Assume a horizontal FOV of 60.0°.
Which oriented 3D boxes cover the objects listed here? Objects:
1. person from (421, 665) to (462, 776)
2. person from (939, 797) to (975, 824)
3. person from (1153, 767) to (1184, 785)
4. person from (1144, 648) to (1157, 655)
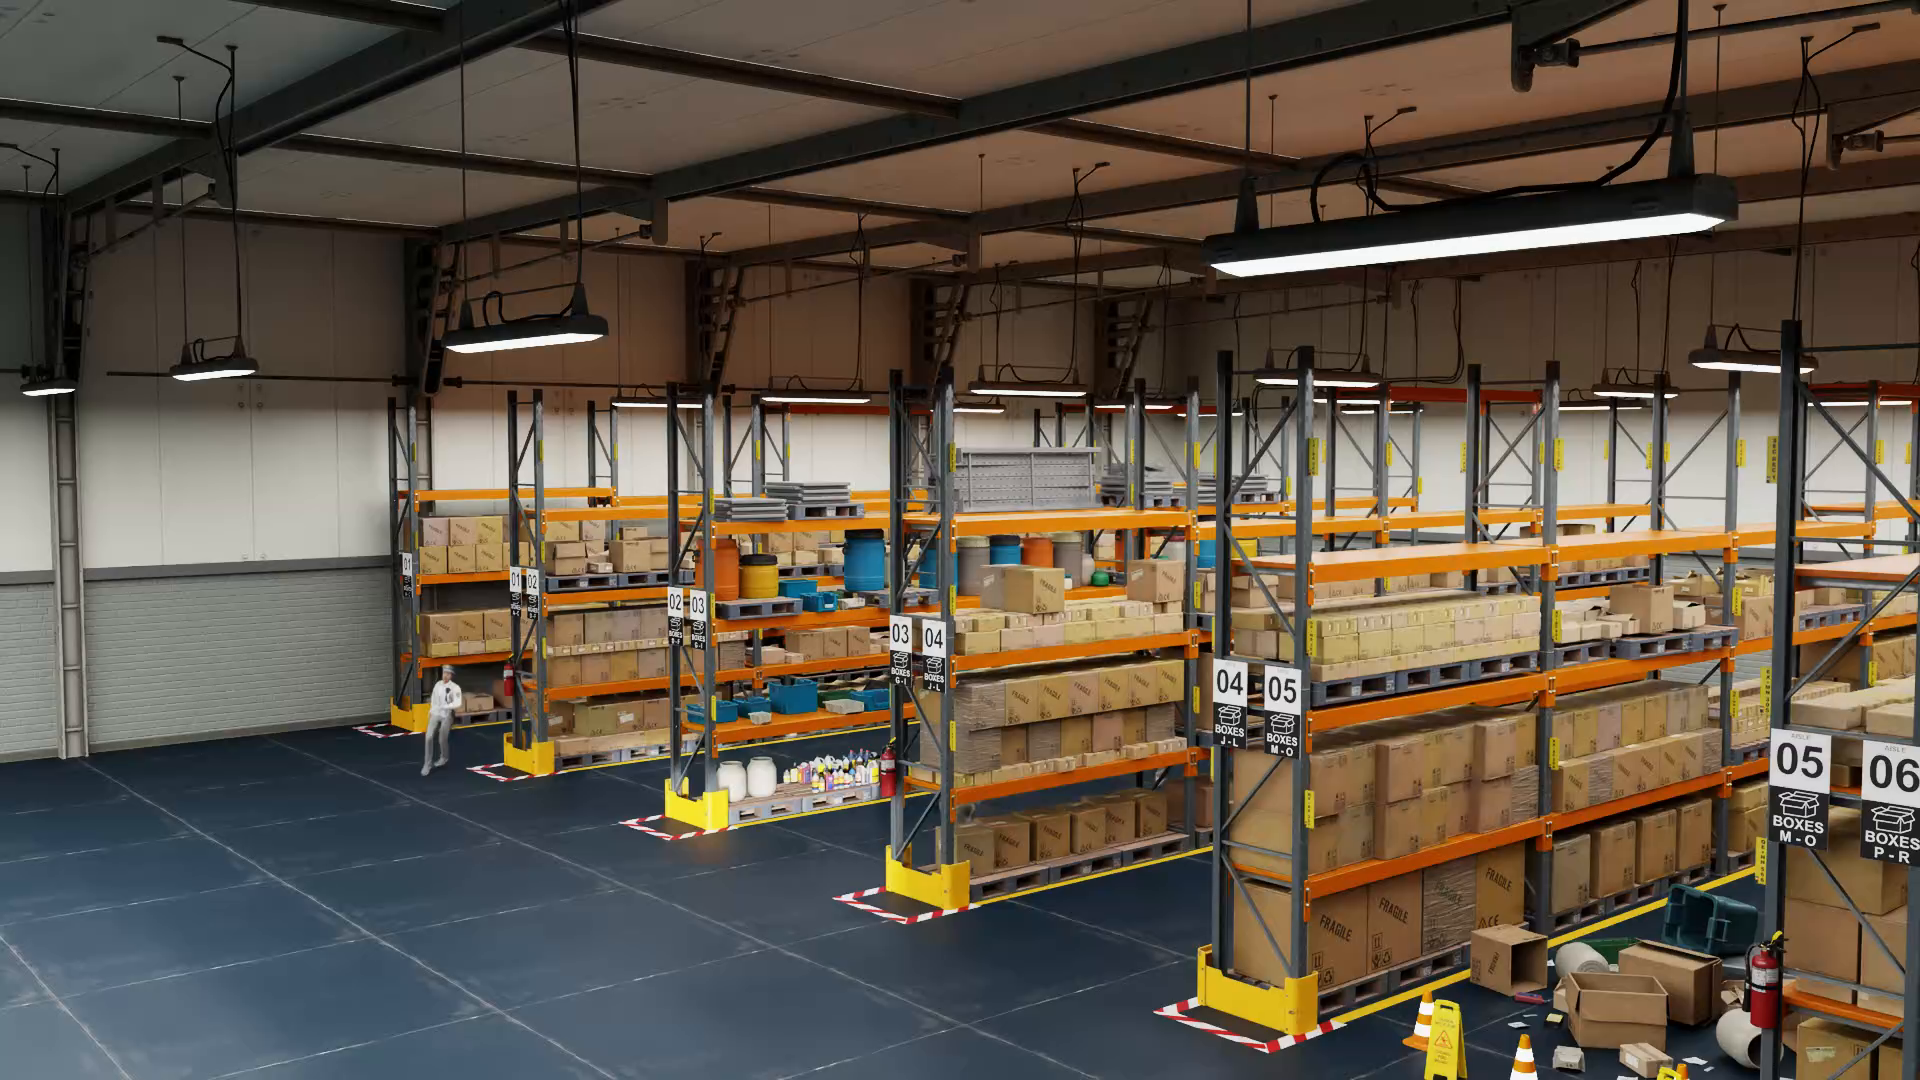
[{"bbox_3d":[-8.110,2.795,26.084,0.606,1.691,0.790,0,3,6],"label":"person"},{"bbox_3d":[0.028,3.052,21.378,0.707,1.727,0.640,3,5,44],"label":"person"},{"bbox_3d":[3.210,2.875,25.151,0.534,1.590,0.889,3,4,40],"label":"person"},{"bbox_3d":[3.670,2.370,32.376,0.687,1.791,0.918,3,4,39],"label":"person"}]
